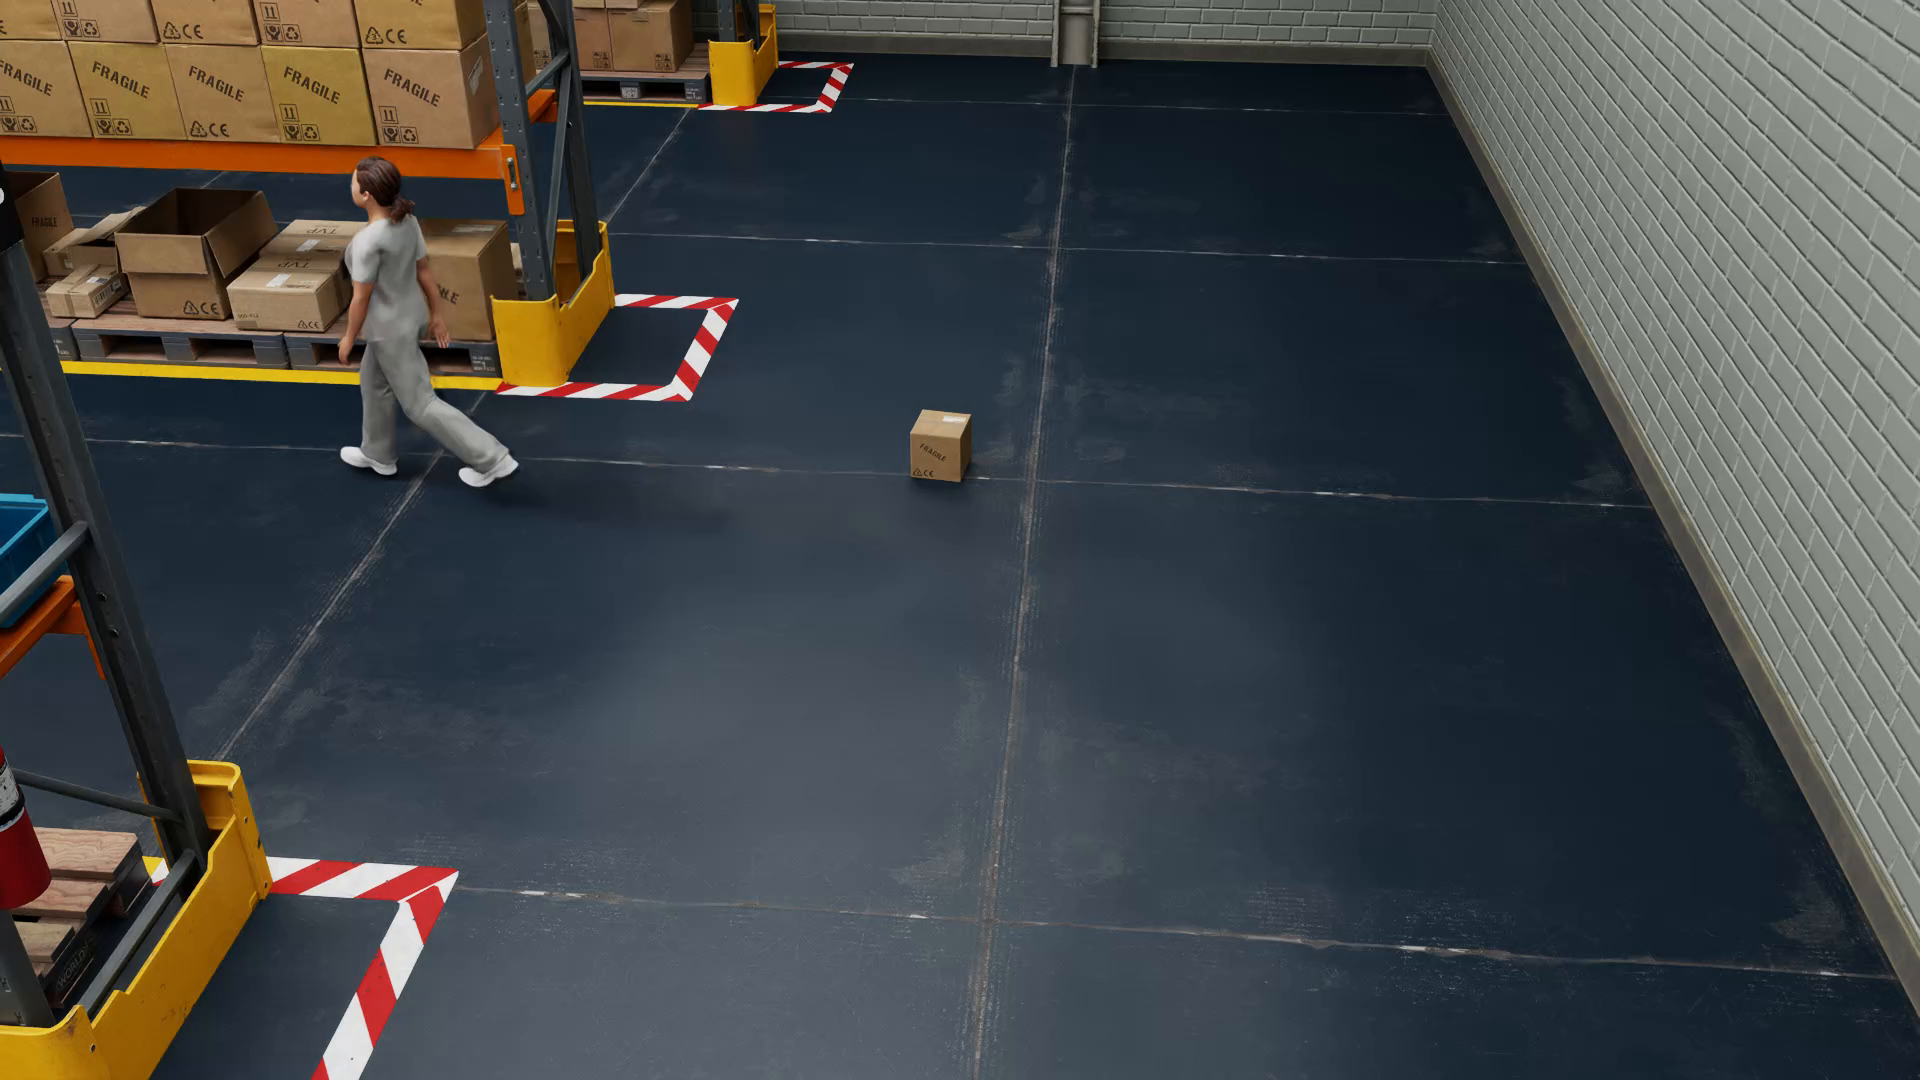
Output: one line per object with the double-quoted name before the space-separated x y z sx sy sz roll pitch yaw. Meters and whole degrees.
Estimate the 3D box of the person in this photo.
"person" -2.587 -0.971 7.694 1.004 1.612 0.455 6 33 10
